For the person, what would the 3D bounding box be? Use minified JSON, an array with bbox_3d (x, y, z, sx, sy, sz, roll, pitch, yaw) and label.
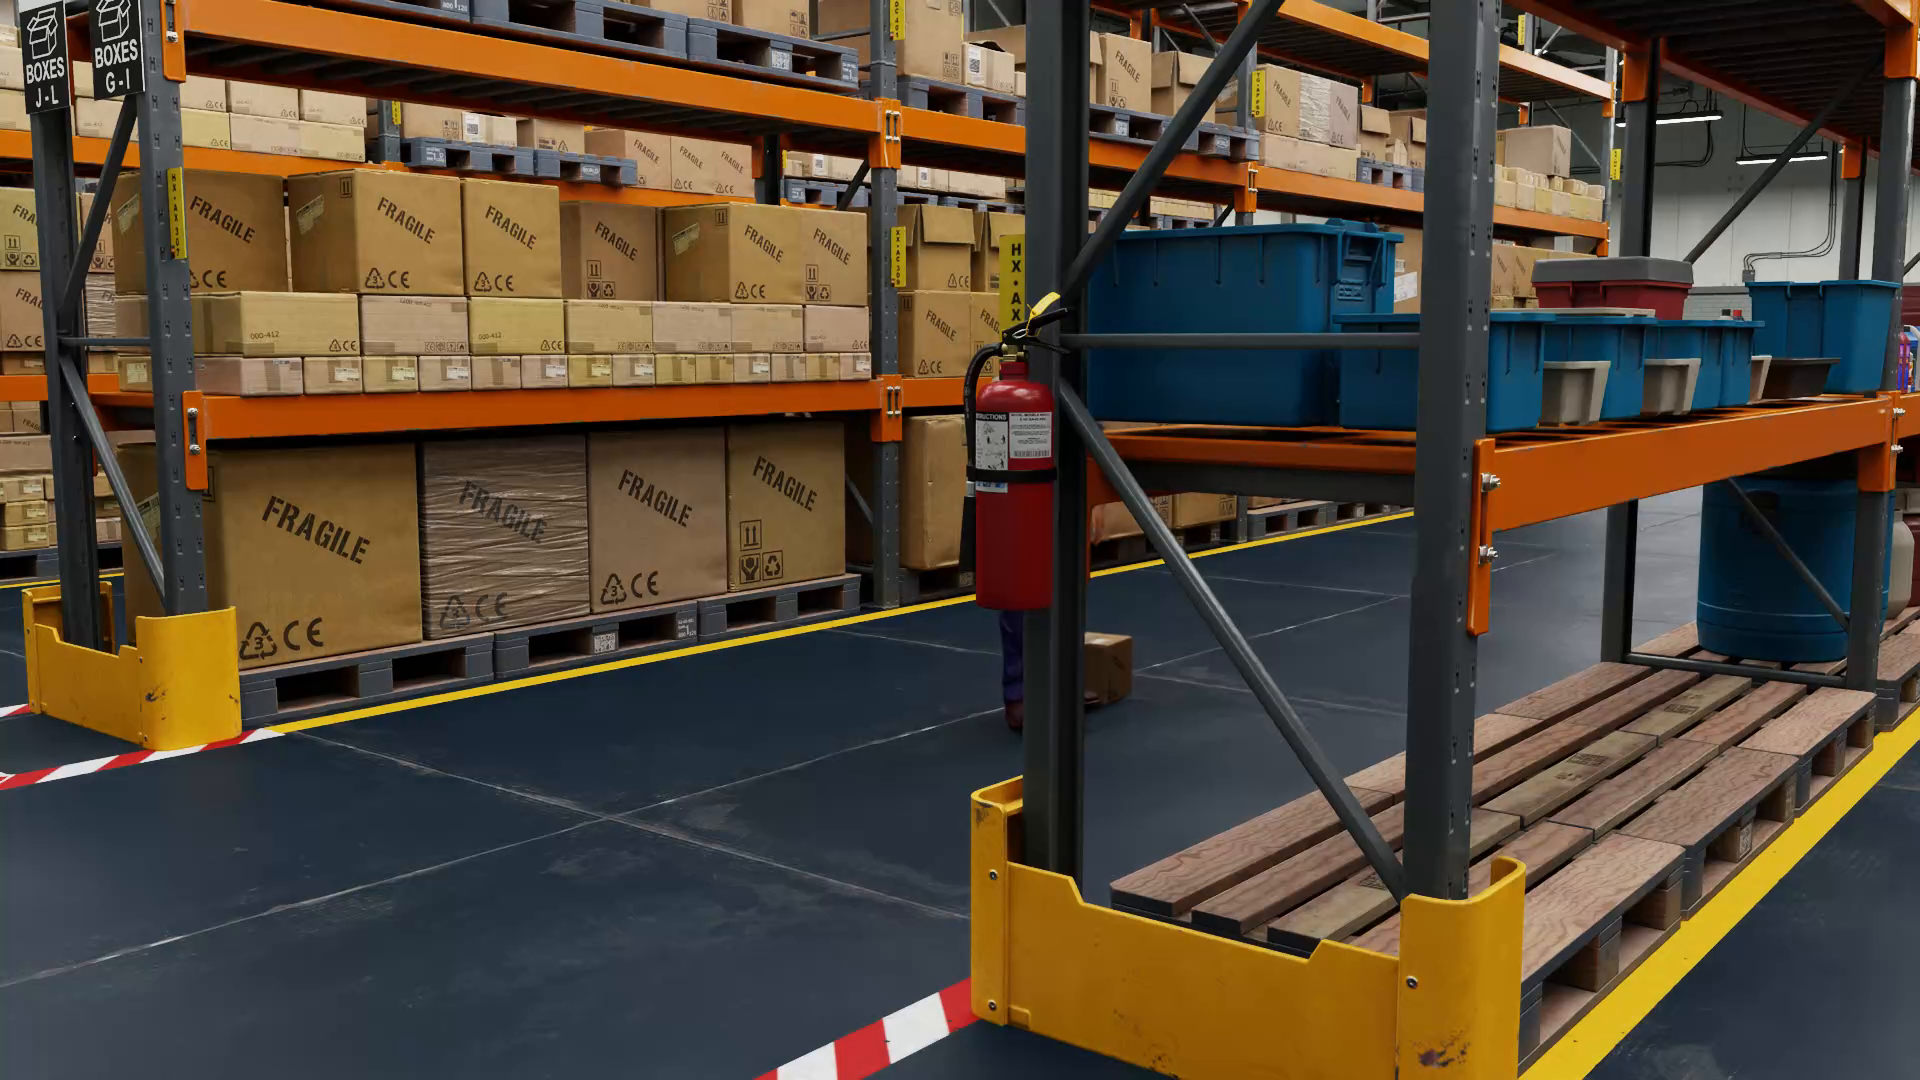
[{"bbox_3d":[0.341,-0.112,6.578,0.568,1.634,0.578,-3,7,-20],"label":"person"}]
